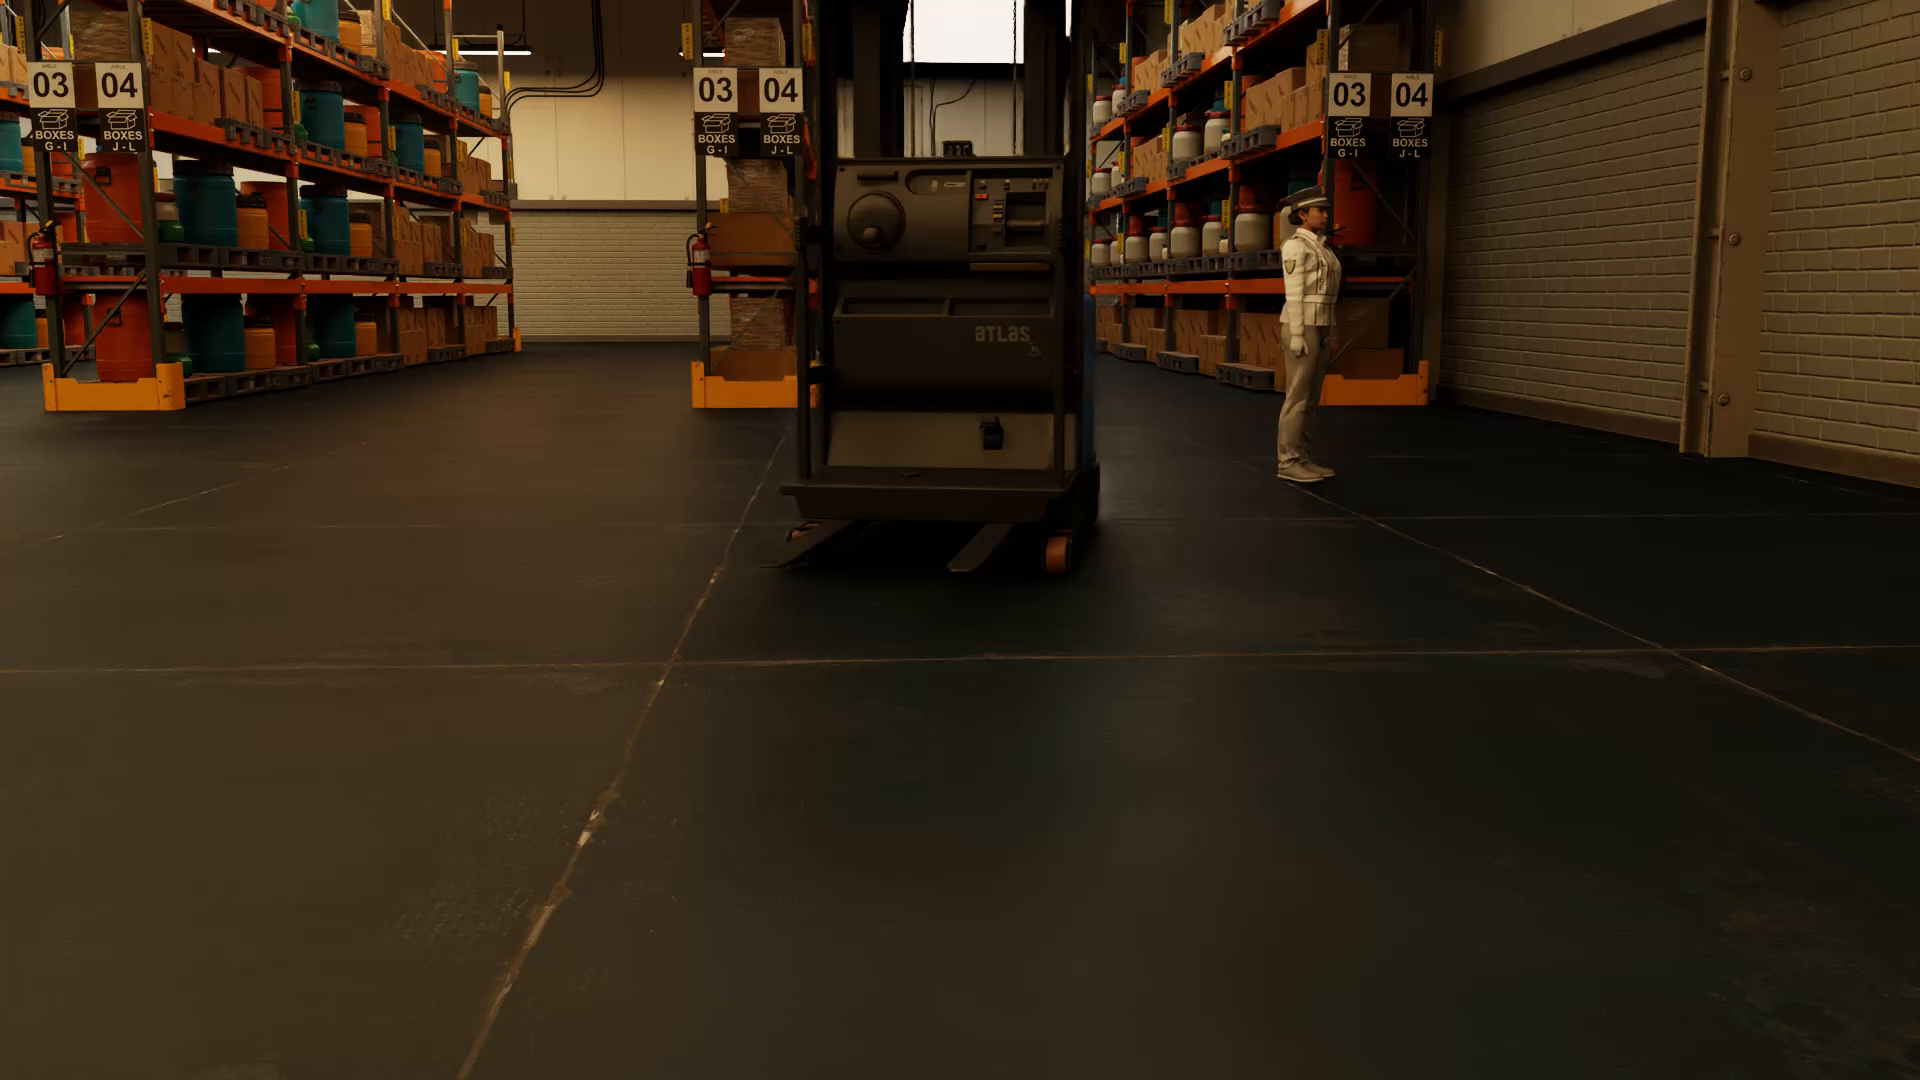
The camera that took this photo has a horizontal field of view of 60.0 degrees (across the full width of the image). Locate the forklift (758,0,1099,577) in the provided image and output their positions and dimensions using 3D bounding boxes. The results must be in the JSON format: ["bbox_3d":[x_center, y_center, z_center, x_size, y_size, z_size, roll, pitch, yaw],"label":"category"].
[{"bbox_3d":[-0.077,-1.360,6.488,1.130,2.935,3.031,1,9,8],"label":"forklift"}]

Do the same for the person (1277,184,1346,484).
[{"bbox_3d":[2.014,-1.191,9.591,0.332,1.691,0.469,5,10,29],"label":"person"}]
